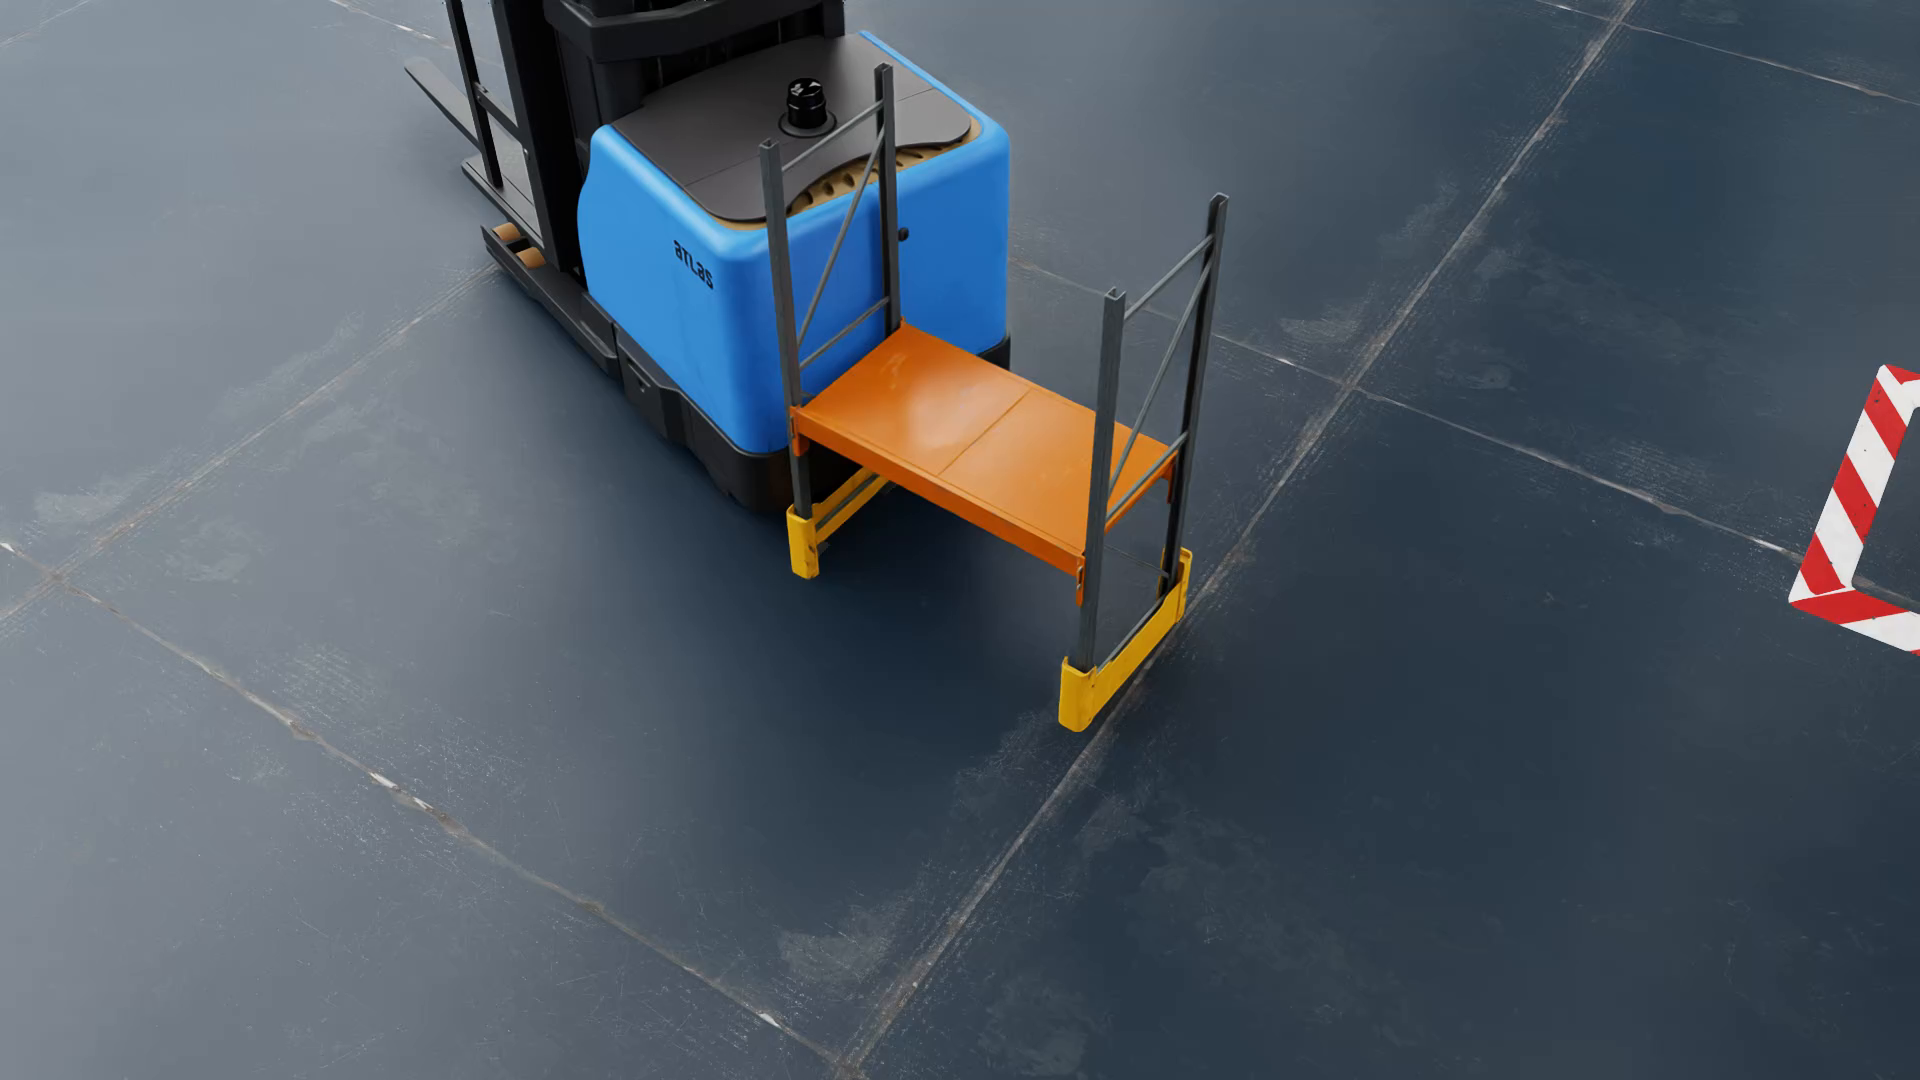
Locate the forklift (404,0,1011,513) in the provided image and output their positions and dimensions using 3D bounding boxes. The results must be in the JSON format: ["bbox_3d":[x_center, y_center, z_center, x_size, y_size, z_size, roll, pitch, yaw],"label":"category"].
[{"bbox_3d":[-1.120,-2.120,5.266,1.130,2.935,3.031,-28,52,-25],"label":"forklift"}]

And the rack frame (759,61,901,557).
[{"bbox_3d":[-0.337,-0.590,4.777,0.032,1.500,0.500,28,52,24],"label":"rack frame"}]

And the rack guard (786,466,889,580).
[{"bbox_3d":[-0.321,-0.146,5.217,0.087,0.250,0.587,28,52,24],"label":"rack guard"}]

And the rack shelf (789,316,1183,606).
[{"bbox_3d":[0.072,-0.248,4.696,1.000,0.185,0.538,28,52,24],"label":"rack shelf"}]

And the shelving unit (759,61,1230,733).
[{"bbox_3d":[0.079,-0.369,4.563,1.083,1.500,0.587,28,52,24],"label":"shelving unit"}]

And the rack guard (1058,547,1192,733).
[{"bbox_3d":[0.480,0.279,4.805,0.087,0.250,0.587,28,52,24],"label":"rack guard"}]

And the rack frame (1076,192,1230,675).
[{"bbox_3d":[0.481,-0.156,4.356,0.032,1.500,0.500,28,52,24],"label":"rack frame"}]
